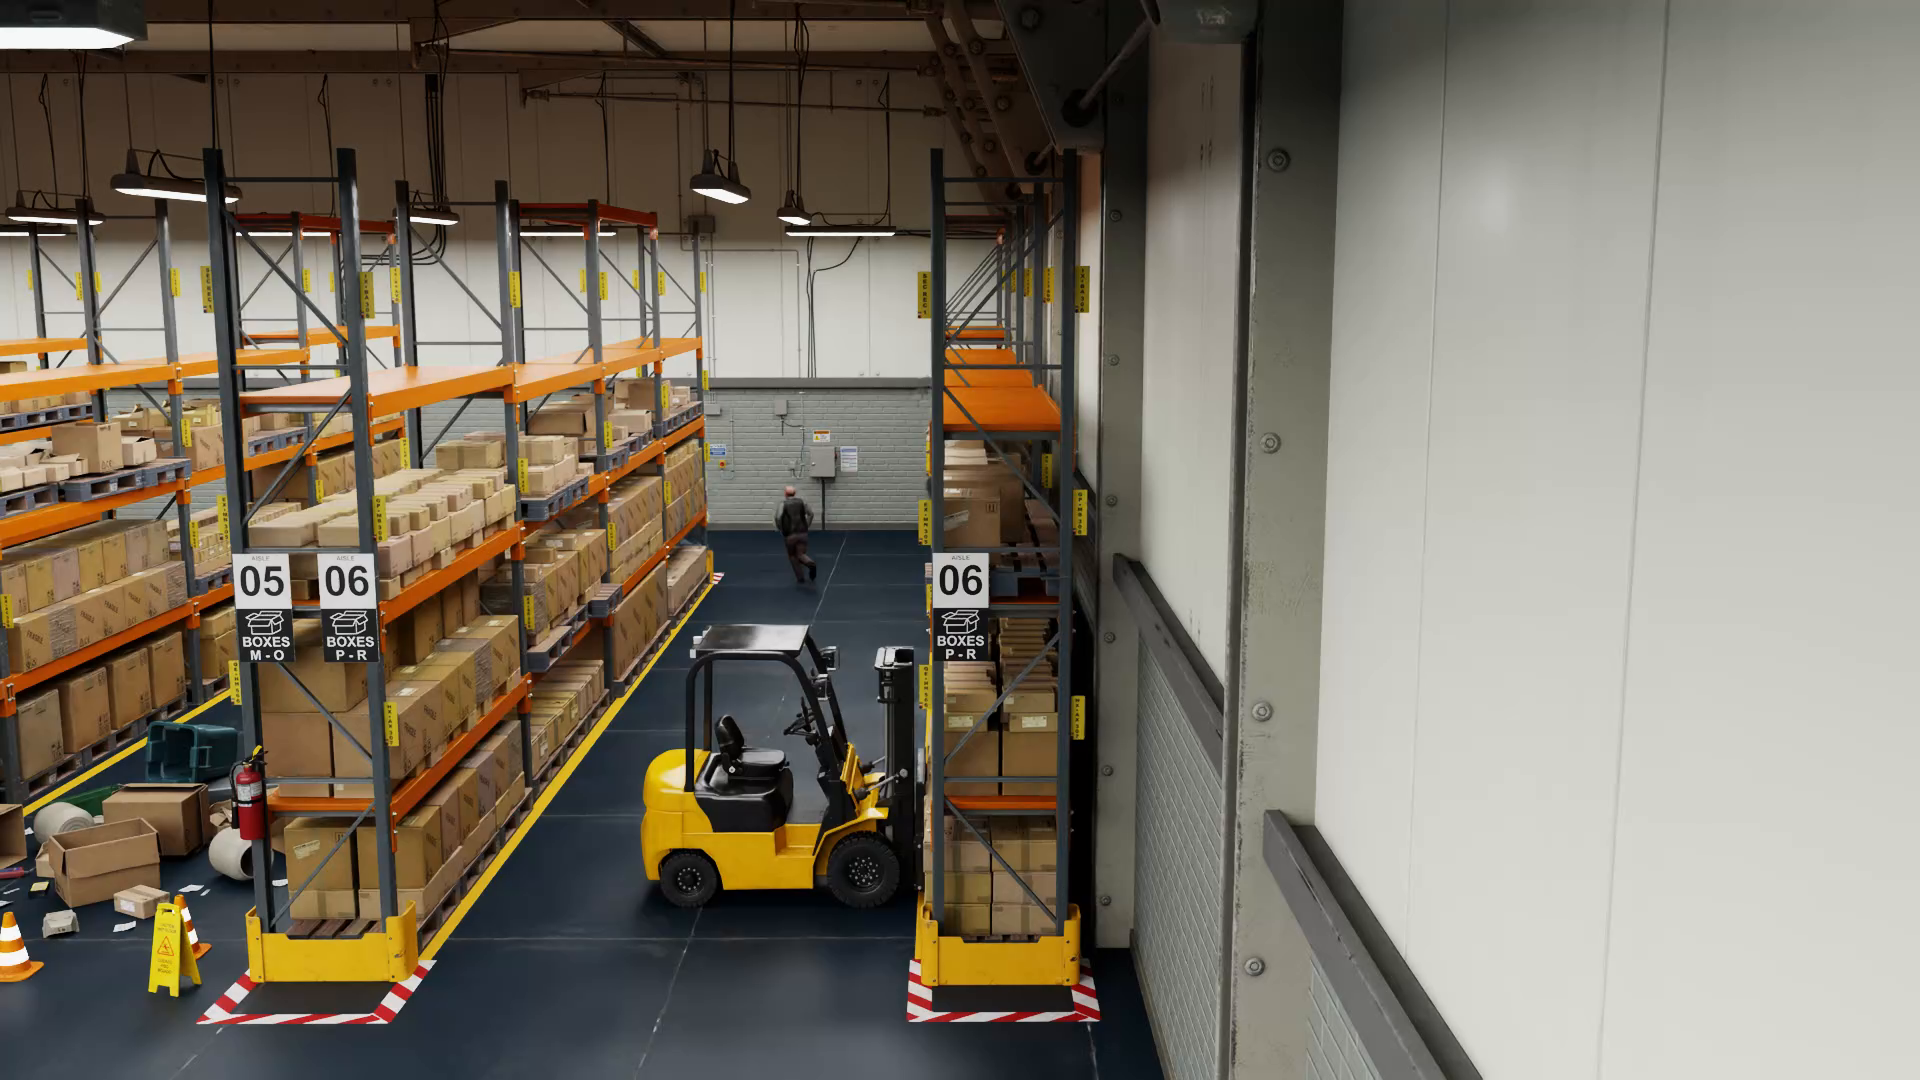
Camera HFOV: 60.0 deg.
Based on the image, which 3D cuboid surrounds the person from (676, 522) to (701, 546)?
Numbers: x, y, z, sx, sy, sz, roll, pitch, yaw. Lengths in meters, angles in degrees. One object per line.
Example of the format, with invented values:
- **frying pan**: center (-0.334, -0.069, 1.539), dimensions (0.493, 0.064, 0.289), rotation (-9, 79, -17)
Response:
- **person**: center (-4.755, -0.338, 29.086), dimensions (0.751, 1.716, 0.723), rotation (-1, 9, -4)

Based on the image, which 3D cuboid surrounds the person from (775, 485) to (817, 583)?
- **person**: center (-2.730, -0.050, 27.658), dimensions (0.671, 1.680, 0.768), rotation (-5, 10, -29)
